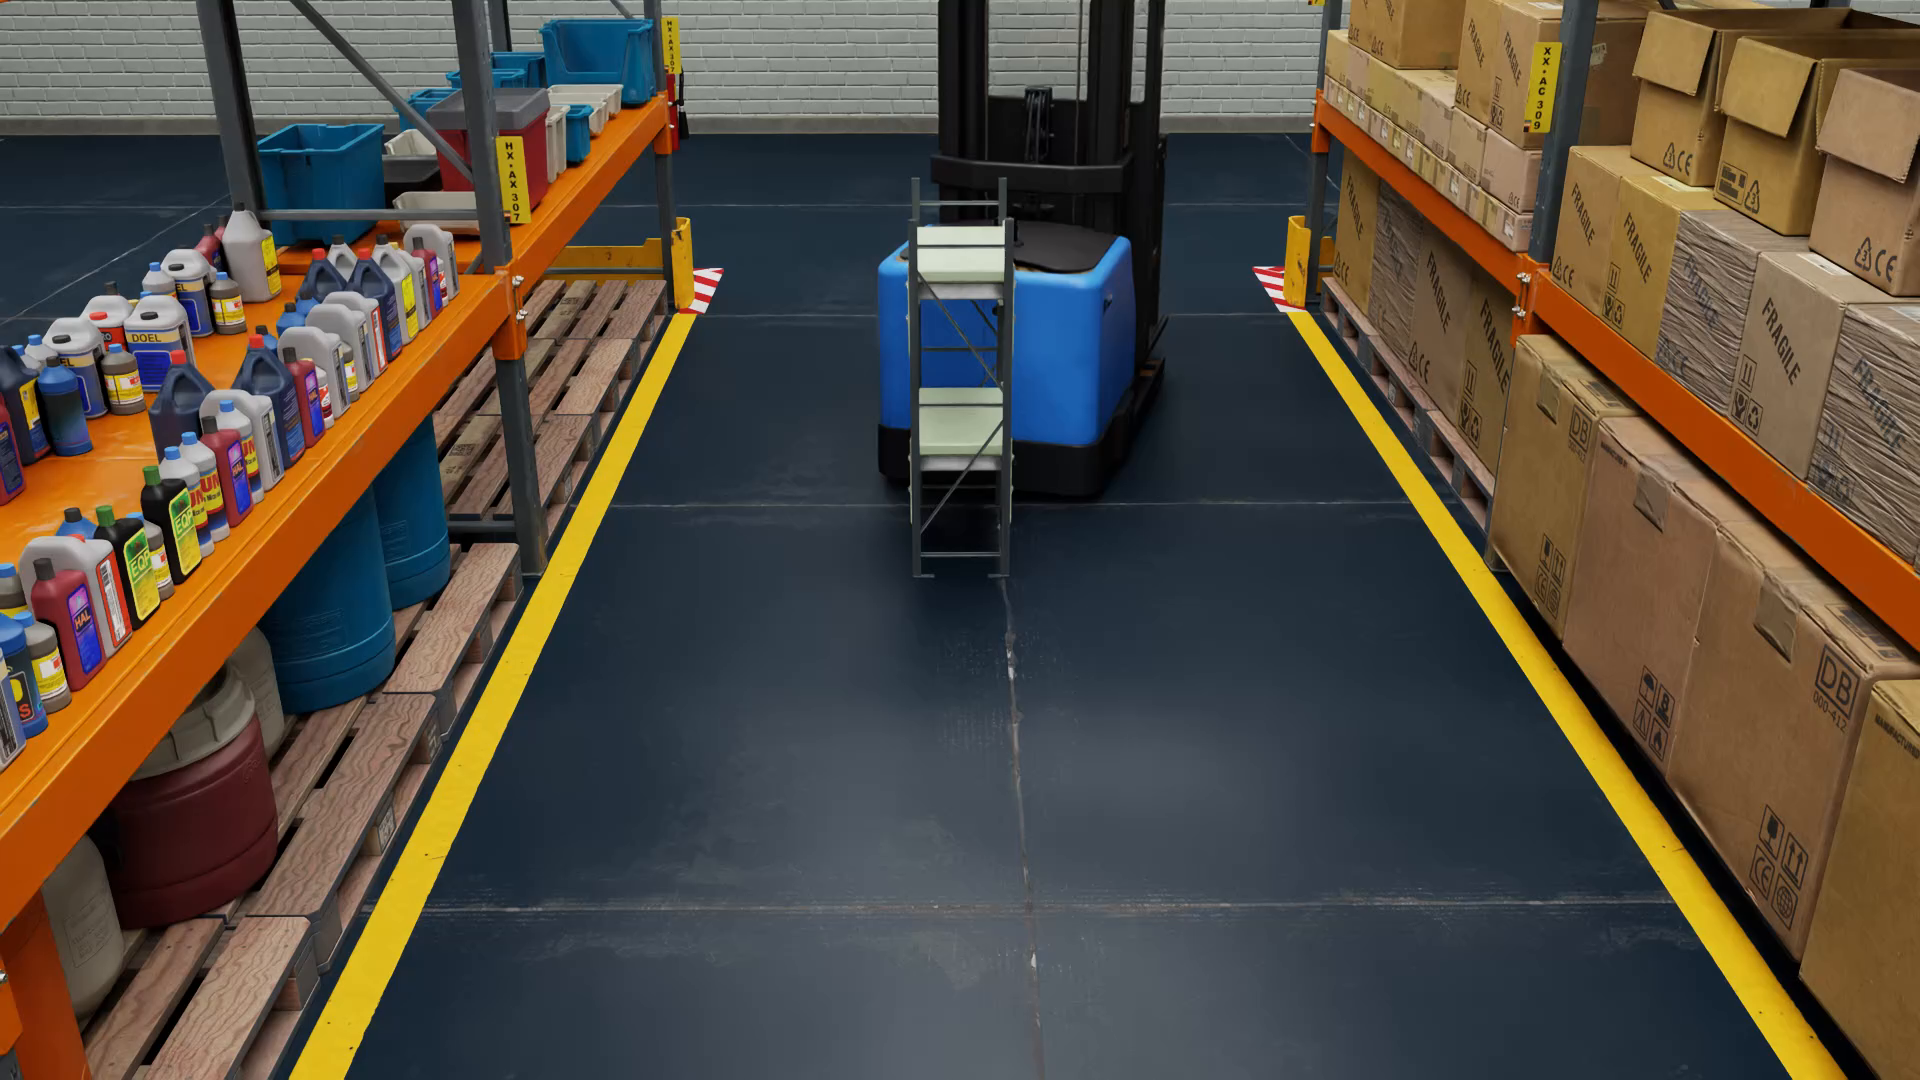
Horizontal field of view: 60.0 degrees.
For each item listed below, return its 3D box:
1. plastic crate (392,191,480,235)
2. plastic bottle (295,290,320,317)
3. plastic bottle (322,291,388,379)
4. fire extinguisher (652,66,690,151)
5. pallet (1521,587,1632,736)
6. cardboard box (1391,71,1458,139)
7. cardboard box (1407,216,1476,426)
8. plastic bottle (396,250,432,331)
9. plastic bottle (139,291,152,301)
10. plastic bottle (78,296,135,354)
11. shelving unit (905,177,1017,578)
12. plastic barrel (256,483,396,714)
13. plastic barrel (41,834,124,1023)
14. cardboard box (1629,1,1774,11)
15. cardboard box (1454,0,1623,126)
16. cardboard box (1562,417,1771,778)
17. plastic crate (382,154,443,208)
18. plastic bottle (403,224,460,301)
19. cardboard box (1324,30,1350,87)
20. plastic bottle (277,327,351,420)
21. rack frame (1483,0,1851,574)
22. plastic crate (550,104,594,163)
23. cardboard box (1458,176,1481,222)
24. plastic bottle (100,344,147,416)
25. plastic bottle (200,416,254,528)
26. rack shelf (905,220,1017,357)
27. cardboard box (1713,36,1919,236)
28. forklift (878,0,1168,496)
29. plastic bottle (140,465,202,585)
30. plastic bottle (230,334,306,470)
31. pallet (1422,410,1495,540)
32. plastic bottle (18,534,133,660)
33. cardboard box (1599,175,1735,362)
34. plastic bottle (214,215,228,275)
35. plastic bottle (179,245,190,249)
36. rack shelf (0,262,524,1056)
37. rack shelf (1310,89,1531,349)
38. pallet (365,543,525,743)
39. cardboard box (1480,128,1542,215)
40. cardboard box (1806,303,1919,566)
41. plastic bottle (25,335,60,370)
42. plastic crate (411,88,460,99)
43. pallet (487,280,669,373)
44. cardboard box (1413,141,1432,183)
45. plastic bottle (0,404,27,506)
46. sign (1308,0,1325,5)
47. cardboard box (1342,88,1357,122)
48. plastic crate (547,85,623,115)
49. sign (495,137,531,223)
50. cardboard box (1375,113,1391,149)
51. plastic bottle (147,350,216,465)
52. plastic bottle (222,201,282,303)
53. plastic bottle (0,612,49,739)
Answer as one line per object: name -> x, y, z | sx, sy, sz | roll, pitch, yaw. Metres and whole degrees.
plastic crate -> -2.097, -1.330, 6.797 | 0.396, 0.136, 0.243 | 0, 24, -1
plastic bottle -> -2.022, -0.644, 5.190 | 0.097, 0.271, 0.097 | 0, 24, 0
plastic bottle -> -1.898, -0.654, 5.207 | 0.152, 0.276, 0.135 | 0, 24, -1
fire extinguisher -> -1.826, -2.737, 10.209 | 0.296, 0.674, 0.183 | 0, 24, -1
pallet -> 2.801, 0.336, 6.251 | 1.003, 0.211, 1.213 | 0, 24, -1
cardboard box -> 2.434, -2.133, 8.146 | 0.500, 0.250, 0.500 | -1, 24, -2
cardboard box -> 2.781, -1.119, 8.152 | 0.875, 0.875, 0.875 | 0, 24, -1
plastic bottle -> -1.903, -0.862, 5.667 | 0.152, 0.276, 0.135 | 0, 24, -1
plastic bottle -> -2.632, -0.708, 5.417 | 0.097, 0.201, 0.097 | 0, 24, 0
plastic bottle -> -2.601, -0.600, 5.086 | 0.152, 0.276, 0.135 | 0, 24, -1
shelving unit -> 0.000, -0.681, 6.935 | 0.431, 1.500, 0.755 | 0, 24, -1
plastic barrel -> -2.238, 0.051, 5.535 | 0.600, 0.901, 0.708 | 0, 24, -1
plastic barrel -> -2.309, 0.927, 4.071 | 0.421, 0.512, 0.421 | 0, 24, 0
cardboard box -> 2.968, -1.860, 6.633 | 0.500, 0.500, 0.500 | 0, 24, -1
cardboard box -> 2.444, -2.056, 7.067 | 0.500, 0.500, 0.500 | 0, 24, 0
cardboard box -> 2.755, 0.156, 5.333 | 1.225, 0.875, 0.875 | -1, 24, -2
plastic crate -> -2.516, -1.592, 7.391 | 0.437, 0.125, 0.590 | 0, 24, -1
plastic bottle -> -1.907, -1.013, 5.999 | 0.152, 0.276, 0.135 | 0, 24, -1
cardboard box -> 2.409, -2.769, 9.553 | 0.500, 0.250, 0.500 | -1, 24, -2
plastic bottle -> -1.894, -0.503, 4.873 | 0.152, 0.276, 0.135 | 0, 24, -1
rack frame -> 2.718, -1.252, 6.379 | 1.000, 3.000, 0.127 | 0, 24, -1
plastic crate -> -2.000, -1.984, 8.128 | 0.416, 0.233, 0.300 | 0, 24, -1
cardboard box -> 2.381, -1.474, 7.174 | 0.380, 0.149, 0.250 | -1, 24, -1
plastic bottle -> -2.474, -0.478, 4.908 | 0.097, 0.201, 0.097 | 0, 24, 0
plastic bottle -> -1.840, -0.185, 4.160 | 0.061, 0.283, 0.133 | 0, 24, -1
rack shelf -> 0.000, -1.036, 6.774 | 0.431, 0.370, 0.720 | 0, 24, -1
cardboard box -> 2.729, -1.209, 4.944 | 0.797, 0.503, 0.637 | 0, 24, 0
forklift -> 0.496, -2.117, 8.374 | 1.130, 2.935, 3.031 | 6, 25, 14
plastic bottle -> -1.836, -0.050, 3.861 | 0.061, 0.283, 0.133 | 0, 24, -1
plastic bottle -> -1.886, -0.376, 4.502 | 0.144, 0.351, 0.185 | 0, 24, -1
pallet -> 2.788, -0.295, 7.647 | 1.003, 0.211, 1.213 | 0, 24, -1
plastic bottle -> -1.878, 0.104, 3.530 | 0.152, 0.276, 0.135 | 0, 24, -1
cardboard box -> 2.479, -0.900, 5.479 | 0.500, 0.500, 0.500 | 0, 24, 0
plastic bottle -> -2.658, -1.024, 6.015 | 0.061, 0.283, 0.133 | 0, 24, -1
plastic bottle -> -2.636, -0.876, 5.703 | 0.097, 0.271, 0.097 | 0, 24, 0
rack shelf -> -2.213, -0.078, 4.656 | 1.077, 0.370, 4.000 | 0, 24, -1
rack shelf -> 2.696, -1.749, 8.349 | 1.077, 0.370, 4.000 | 0, 24, -1
pallet -> -2.268, 0.359, 6.201 | 1.003, 0.211, 1.213 | 0, 24, -1
cardboard box -> 2.450, -1.500, 6.748 | 0.500, 0.250, 0.500 | -1, 24, -2
cardboard box -> 2.500, -0.271, 4.088 | 0.500, 0.500, 0.500 | -1, 24, -2
plastic bottle -> -2.624, -0.454, 4.770 | 0.097, 0.271, 0.097 | 0, 24, 0
plastic crate -> -2.591, -2.184, 8.568 | 0.416, 0.233, 0.300 | 0, 24, -1
pallet -> -2.308, -1.268, 9.797 | 1.003, 0.211, 1.213 | 0, 24, -1
cardboard box -> 2.372, -1.792, 7.876 | 0.380, 0.149, 0.250 | -1, 24, -1
plastic bottle -> -2.493, -0.241, 4.285 | 0.061, 0.283, 0.133 | 0, 24, -1
sign -> 2.119, -3.331, 9.828 | 0.100, 0.325, 0.005 | 0, 24, -1
cardboard box -> 2.355, -2.427, 9.281 | 0.380, 0.149, 0.250 | -1, 24, -2
plastic crate -> -2.089, -2.450, 9.275 | 0.396, 0.136, 0.243 | 0, 24, -1
sign -> -1.685, -1.358, 6.276 | 0.100, 0.325, 0.005 | 0, 24, -1
cardboard box -> 2.364, -2.109, 8.577 | 0.380, 0.149, 0.250 | -1, 24, -1
plastic bottle -> -2.036, -0.320, 4.378 | 0.144, 0.351, 0.185 | 0, 24, -1
plastic bottle -> -2.555, -1.044, 5.979 | 0.144, 0.351, 0.185 | 0, 24, -1
plastic bottle -> -1.847, 0.249, 3.215 | 0.097, 0.271, 0.097 | 0, 24, 0
